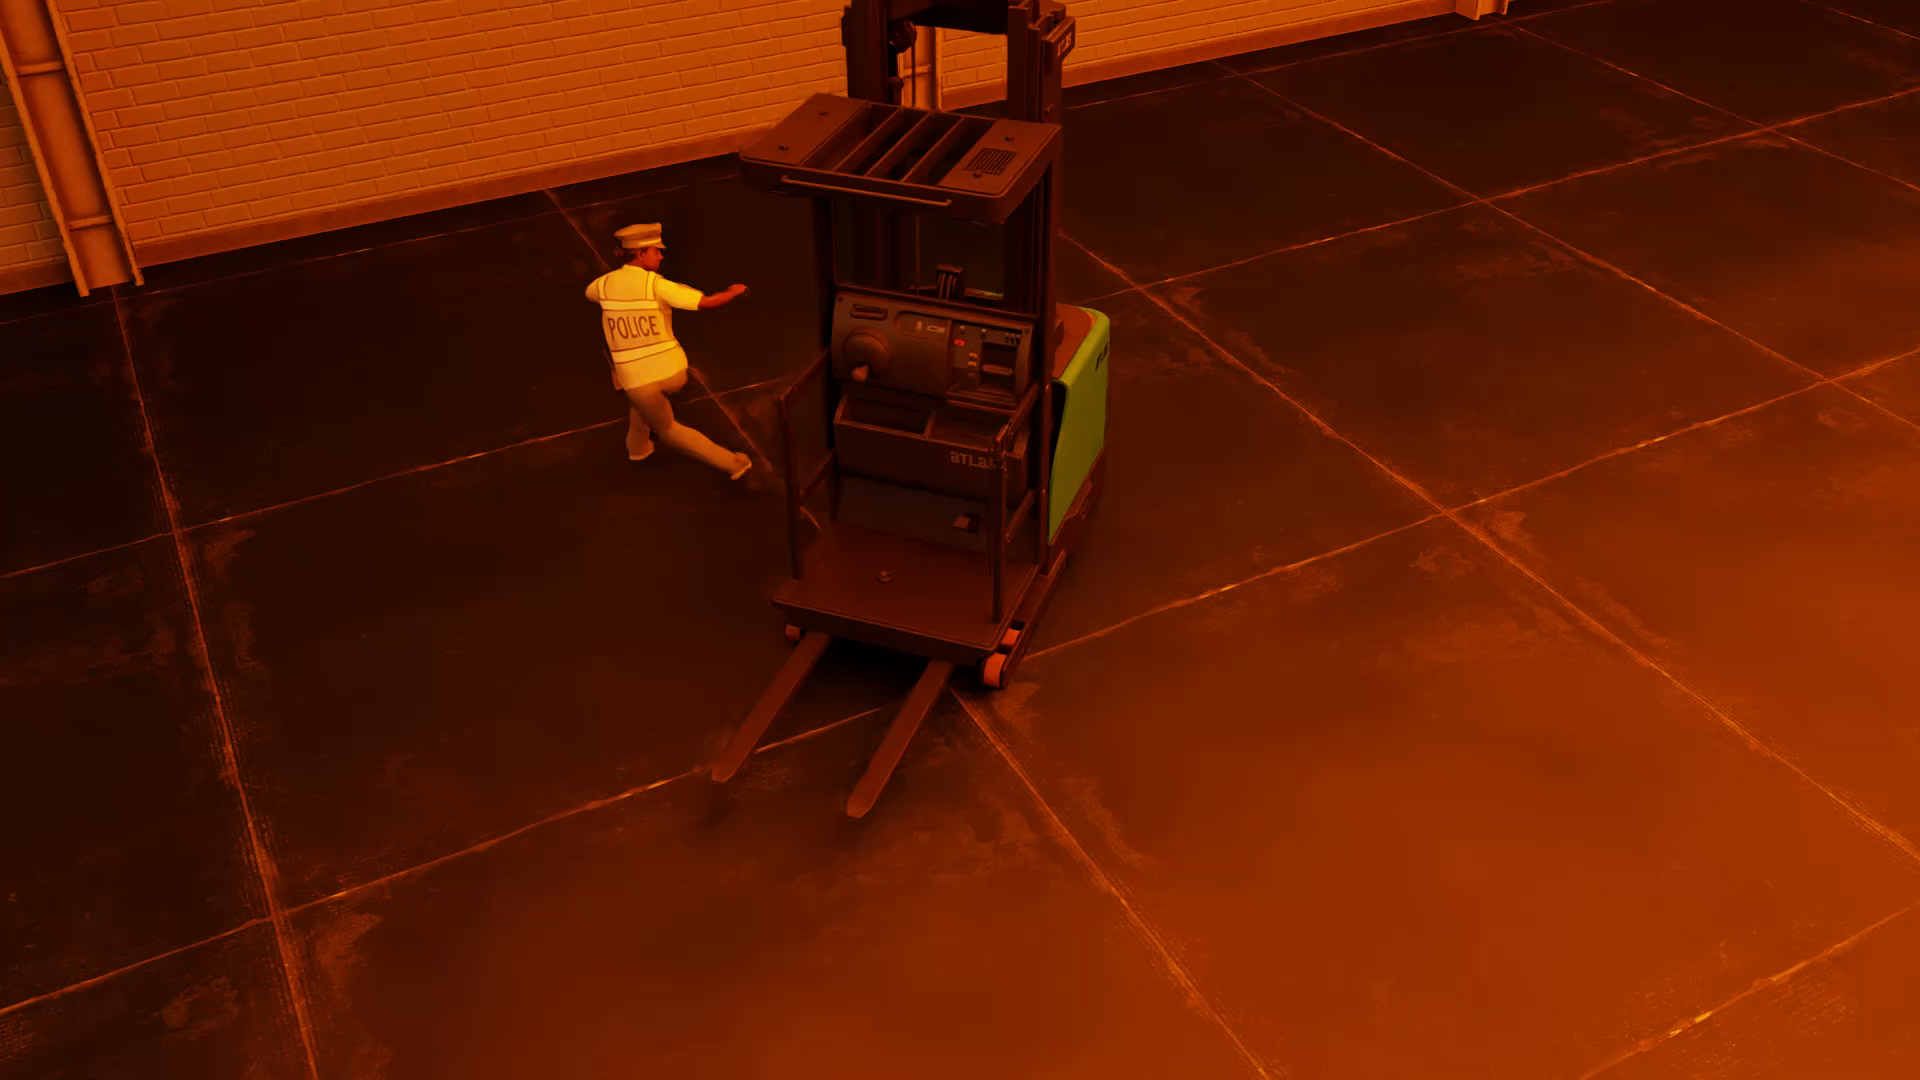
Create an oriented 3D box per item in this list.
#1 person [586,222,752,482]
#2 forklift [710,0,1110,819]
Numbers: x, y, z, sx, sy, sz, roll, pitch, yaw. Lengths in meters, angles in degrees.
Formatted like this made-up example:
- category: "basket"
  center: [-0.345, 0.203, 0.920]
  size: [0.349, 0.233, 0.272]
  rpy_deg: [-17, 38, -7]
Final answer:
- category: "person"
  center: [-1.530, -1.042, 8.938]
  size: [0.827, 1.460, 1.068]
  rpy_deg: [-13, 37, -18]
- category: "forklift"
  center: [-0.202, -0.780, 7.227]
  size: [1.130, 2.935, 3.031]
  rpy_deg: [12, 37, 16]
